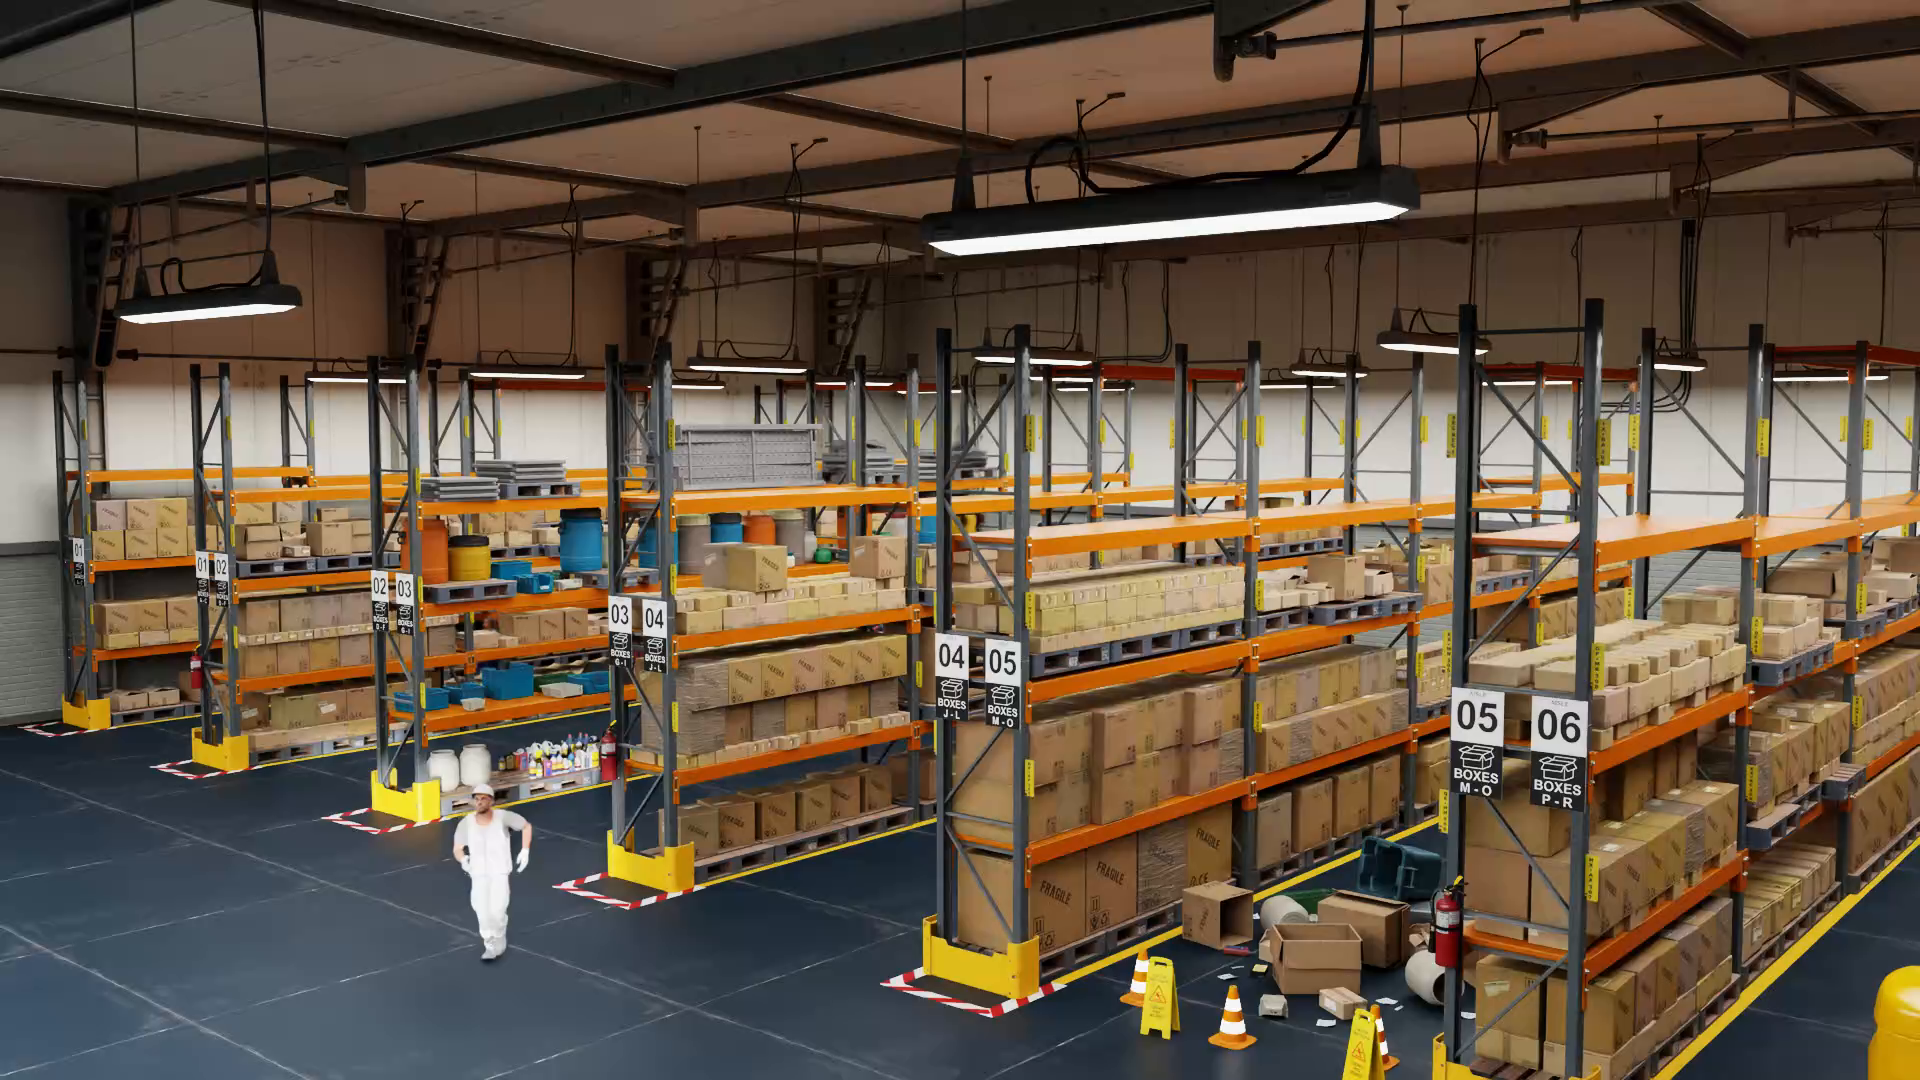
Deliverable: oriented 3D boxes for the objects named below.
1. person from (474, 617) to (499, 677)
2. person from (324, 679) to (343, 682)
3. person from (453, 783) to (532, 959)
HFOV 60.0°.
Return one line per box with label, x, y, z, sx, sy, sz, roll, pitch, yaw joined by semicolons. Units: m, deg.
person;-8.536;2.199;30.148;0.615;1.583;0.727;3;5;39
person;-10.578;2.284;28.196;0.642;1.760;1.010;4;5;41
person;-4.419;3.149;15.649;0.683;1.730;0.749;0;4;-2
